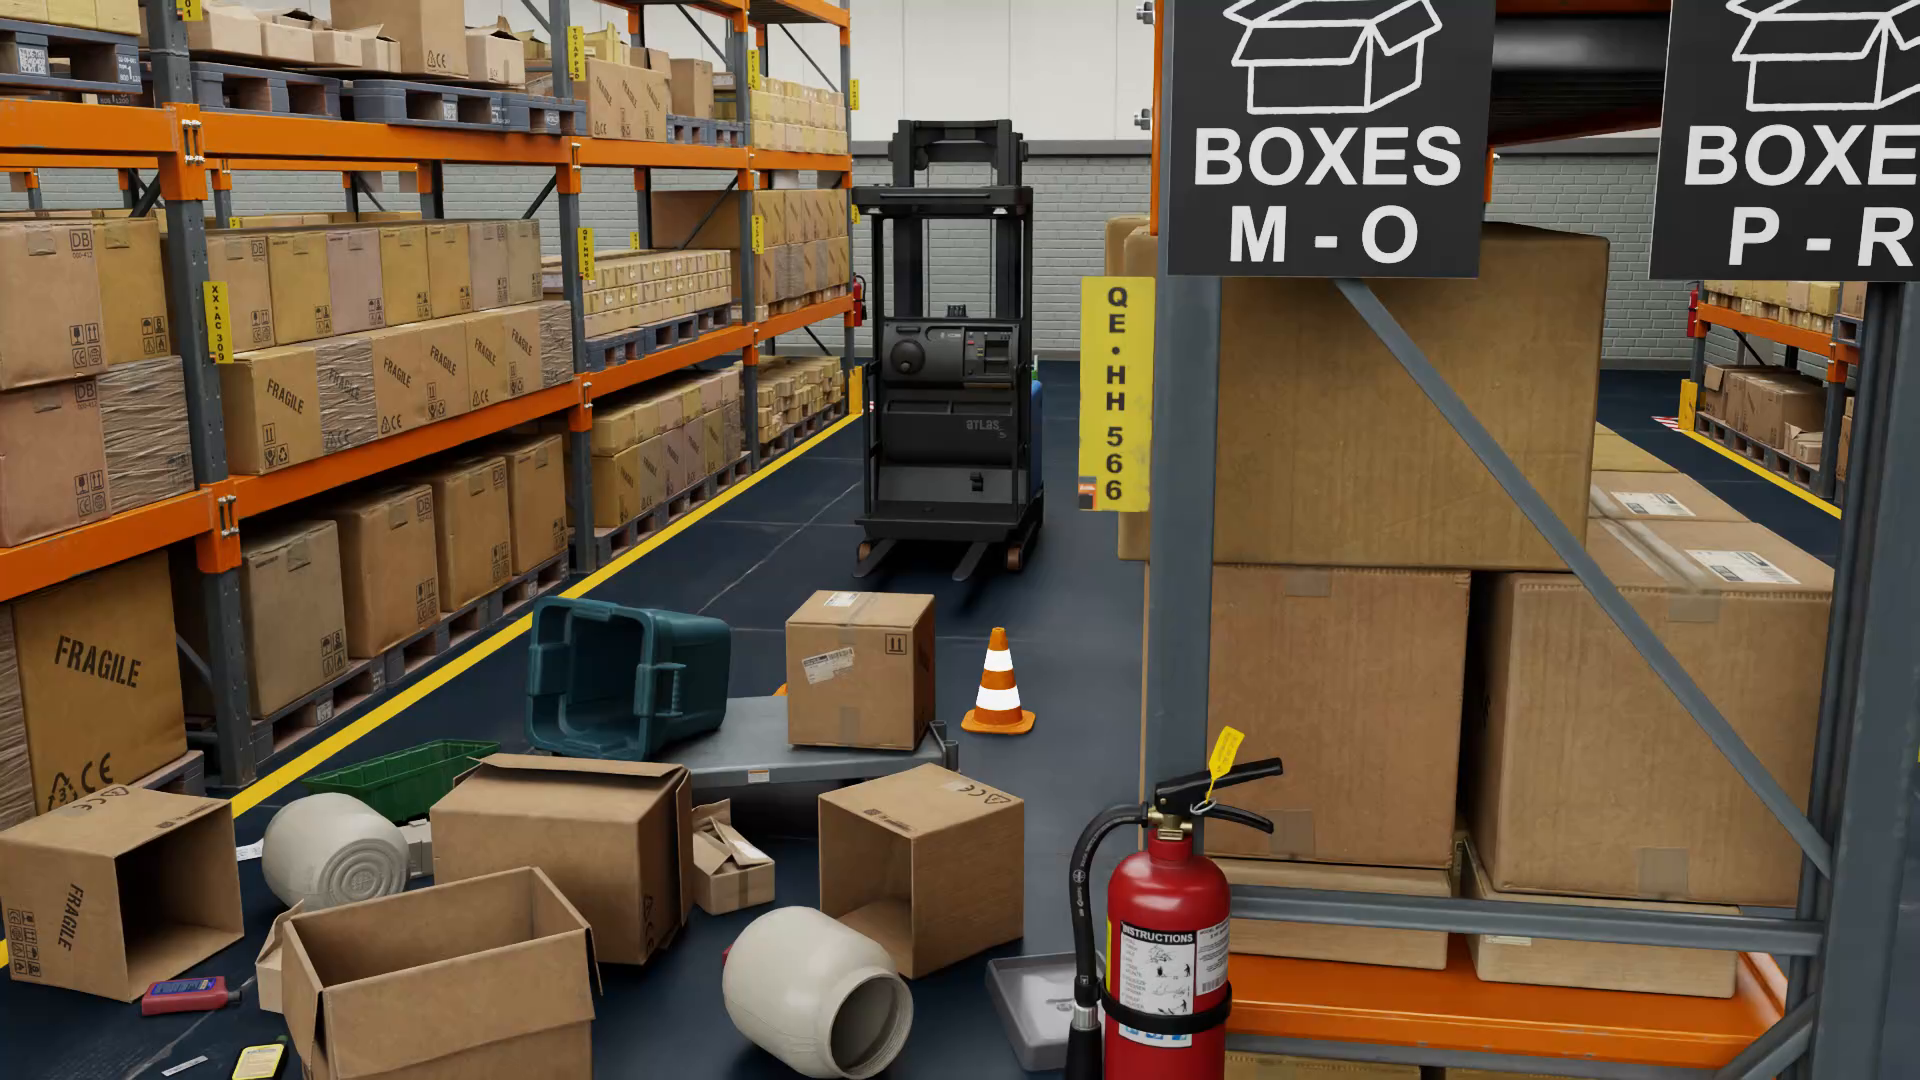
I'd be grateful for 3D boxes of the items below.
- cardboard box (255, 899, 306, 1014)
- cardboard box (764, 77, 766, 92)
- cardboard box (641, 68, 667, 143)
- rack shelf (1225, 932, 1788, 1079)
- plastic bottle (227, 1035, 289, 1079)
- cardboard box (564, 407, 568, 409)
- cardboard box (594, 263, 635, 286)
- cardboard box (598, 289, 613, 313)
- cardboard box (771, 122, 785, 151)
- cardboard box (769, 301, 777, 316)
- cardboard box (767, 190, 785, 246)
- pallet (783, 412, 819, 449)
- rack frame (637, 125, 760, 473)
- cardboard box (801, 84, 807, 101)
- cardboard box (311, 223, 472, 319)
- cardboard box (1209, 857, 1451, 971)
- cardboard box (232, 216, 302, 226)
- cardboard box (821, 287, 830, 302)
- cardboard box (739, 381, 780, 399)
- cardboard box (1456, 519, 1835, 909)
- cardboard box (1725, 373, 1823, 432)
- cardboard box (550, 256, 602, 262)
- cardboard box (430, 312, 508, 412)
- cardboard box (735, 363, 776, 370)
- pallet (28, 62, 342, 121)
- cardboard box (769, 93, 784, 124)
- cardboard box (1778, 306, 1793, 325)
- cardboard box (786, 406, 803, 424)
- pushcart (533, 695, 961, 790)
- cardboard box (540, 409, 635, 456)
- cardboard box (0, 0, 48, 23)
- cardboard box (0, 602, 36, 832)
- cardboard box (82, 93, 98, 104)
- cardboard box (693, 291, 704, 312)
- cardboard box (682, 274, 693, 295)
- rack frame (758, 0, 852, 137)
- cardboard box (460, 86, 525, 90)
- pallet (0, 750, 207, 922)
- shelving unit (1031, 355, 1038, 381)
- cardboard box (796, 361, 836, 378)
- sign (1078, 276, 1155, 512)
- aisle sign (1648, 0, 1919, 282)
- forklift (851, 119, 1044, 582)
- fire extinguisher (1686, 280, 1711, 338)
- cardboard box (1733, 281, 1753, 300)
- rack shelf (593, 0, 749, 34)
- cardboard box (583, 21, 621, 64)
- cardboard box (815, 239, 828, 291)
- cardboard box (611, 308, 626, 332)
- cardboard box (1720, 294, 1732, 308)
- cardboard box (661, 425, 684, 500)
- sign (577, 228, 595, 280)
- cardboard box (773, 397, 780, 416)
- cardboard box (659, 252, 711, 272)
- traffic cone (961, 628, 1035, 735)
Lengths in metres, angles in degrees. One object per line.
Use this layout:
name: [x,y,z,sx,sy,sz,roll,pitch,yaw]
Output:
cardboard box: [-1.974,1.325,5.217,0.396,0.266,0.258,4,13,18]
cardboard box: [-1.958,-4.089,14.952,0.380,0.149,0.250,2,12,8]
cardboard box: [-2.422,-3.096,11.882,0.500,0.500,0.500,2,12,9]
rack shelf: [1.069,0.478,4.363,1.077,0.370,4.000,2,12,9]
plastic bottle: [-2.024,1.518,4.804,0.133,0.061,0.283,-2,12,-11]
cardboard box: [-3.002,-0.868,12.059,0.500,0.250,0.500,2,12,9]
cardboard box: [-2.530,-1.887,11.818,0.380,0.149,0.250,1,12,6]
cardboard box: [-2.602,-1.641,11.380,0.380,0.149,0.250,2,12,11]
cardboard box: [-1.900,-3.680,15.186,0.500,0.250,0.500,2,12,8]
cardboard box: [-1.930,-2.190,15.632,0.380,0.149,0.250,1,12,6]
cardboard box: [-1.925,-2.972,15.348,0.500,0.500,0.500,2,12,7]
pallet: [-2.046,-1.127,16.723,1.003,0.211,1.213,2,12,9]
rack frame: [-2.299,-2.095,14.593,1.000,3.000,0.127,2,12,9]
cardboard box: [-1.704,-4.361,16.214,0.380,0.149,0.250,2,12,7]
cardboard box: [-3.147,-1.494,9.197,0.700,0.500,0.500,2,12,8]
cardboard box: [0.608,0.581,2.775,0.380,0.149,0.250,2,12,11]
cardboard box: [-6.775,-2.909,16.241,0.500,0.500,0.500,2,12,9]
cardboard box: [-1.570,-2.570,17.397,0.380,0.149,0.250,2,12,10]
cardboard box: [-1.933,-1.427,15.853,0.380,0.149,0.250,2,12,7]
cardboard box: [1.109,0.259,2.730,0.500,0.500,0.500,2,12,8]
cardboard box: [7.770,-1.310,15.890,0.700,0.500,0.500,2,12,11]
cardboard box: [-3.012,-2.132,12.952,0.380,0.149,0.250,2,12,11]
cardboard box: [-2.874,-1.001,9.279,0.500,0.500,0.500,2,12,8]
cardboard box: [-2.146,-1.768,17.435,0.380,0.149,0.250,1,12,6]
pallet: [-3.438,-1.995,7.463,0.805,0.209,1.217,1,12,6]
cardboard box: [-1.907,-3.928,15.150,0.500,0.250,0.500,2,12,8]
cardboard box: [7.425,-1.965,14.586,0.380,0.149,0.250,2,12,8]
cardboard box: [-1.767,-1.243,16.412,0.380,0.149,0.250,2,12,7]
pushcart: [-0.884,0.928,6.790,1.648,0.377,0.936,-2,12,-11]
cardboard box: [-2.569,-0.748,11.499,0.500,0.250,0.500,1,12,6]
cardboard box: [-3.347,-1.835,5.628,0.380,0.149,0.250,2,12,10]
cardboard box: [-3.831,0.720,5.577,0.875,0.875,0.875,2,12,9]
cardboard box: [-7.443,-3.679,14.040,0.500,0.311,0.500,1,12,7]
cardboard box: [-2.283,-1.930,13.429,0.380,0.149,0.250,1,12,6]
cardboard box: [-2.325,-2.016,13.120,0.380,0.149,0.250,1,12,6]
rack frame: [-1.684,-5.860,17.825,1.000,3.000,0.127,2,12,9]
cardboard box: [-2.789,-2.737,9.772,0.380,0.166,0.250,2,12,9]
pallet: [-3.724,1.089,6.437,1.003,0.211,1.213,2,12,9]
shelving unit: [0.372,-0.827,12.983,0.258,1.200,0.503,8,14,31]
cardboard box: [-1.525,-1.803,17.598,0.380,0.149,0.250,2,12,7]
sign: [0.216,-0.200,2.303,0.100,0.325,0.005,2,12,9]
aisle sign: [1.058,-0.705,1.975,0.394,0.787,0.004,2,12,9]
forklift: [-0.091,-1.301,11.075,1.130,2.935,3.031,2,12,8]
fire extinguisher: [7.694,-2.454,17.327,0.296,0.674,0.183,2,12,9]
cardboard box: [7.640,-2.404,15.677,0.500,0.250,0.500,2,12,8]
rack shelf: [-2.607,-4.064,12.147,1.077,0.370,4.000,2,12,9]
cardboard box: [-2.501,-3.334,11.170,0.396,0.266,0.258,2,12,9]
cardboard box: [-1.652,-2.807,16.955,0.500,0.500,0.500,2,12,9]
cardboard box: [-2.564,-1.543,11.634,0.380,0.149,0.250,3,12,11]
cardboard box: [7.813,-2.391,16.565,0.380,0.149,0.250,2,12,10]
cardboard box: [-2.406,-0.596,12.576,0.500,0.500,0.500,2,12,7]
sign: [-2.366,-1.811,10.527,0.100,0.325,0.005,2,12,9]
cardboard box: [-1.931,-1.280,15.879,0.380,0.149,0.250,1,12,6]
cardboard box: [-2.250,-2.268,13.587,0.380,0.149,0.250,1,12,7]
traffic cone: [0.184,0.647,7.895,0.336,0.463,0.334,2,12,9]
